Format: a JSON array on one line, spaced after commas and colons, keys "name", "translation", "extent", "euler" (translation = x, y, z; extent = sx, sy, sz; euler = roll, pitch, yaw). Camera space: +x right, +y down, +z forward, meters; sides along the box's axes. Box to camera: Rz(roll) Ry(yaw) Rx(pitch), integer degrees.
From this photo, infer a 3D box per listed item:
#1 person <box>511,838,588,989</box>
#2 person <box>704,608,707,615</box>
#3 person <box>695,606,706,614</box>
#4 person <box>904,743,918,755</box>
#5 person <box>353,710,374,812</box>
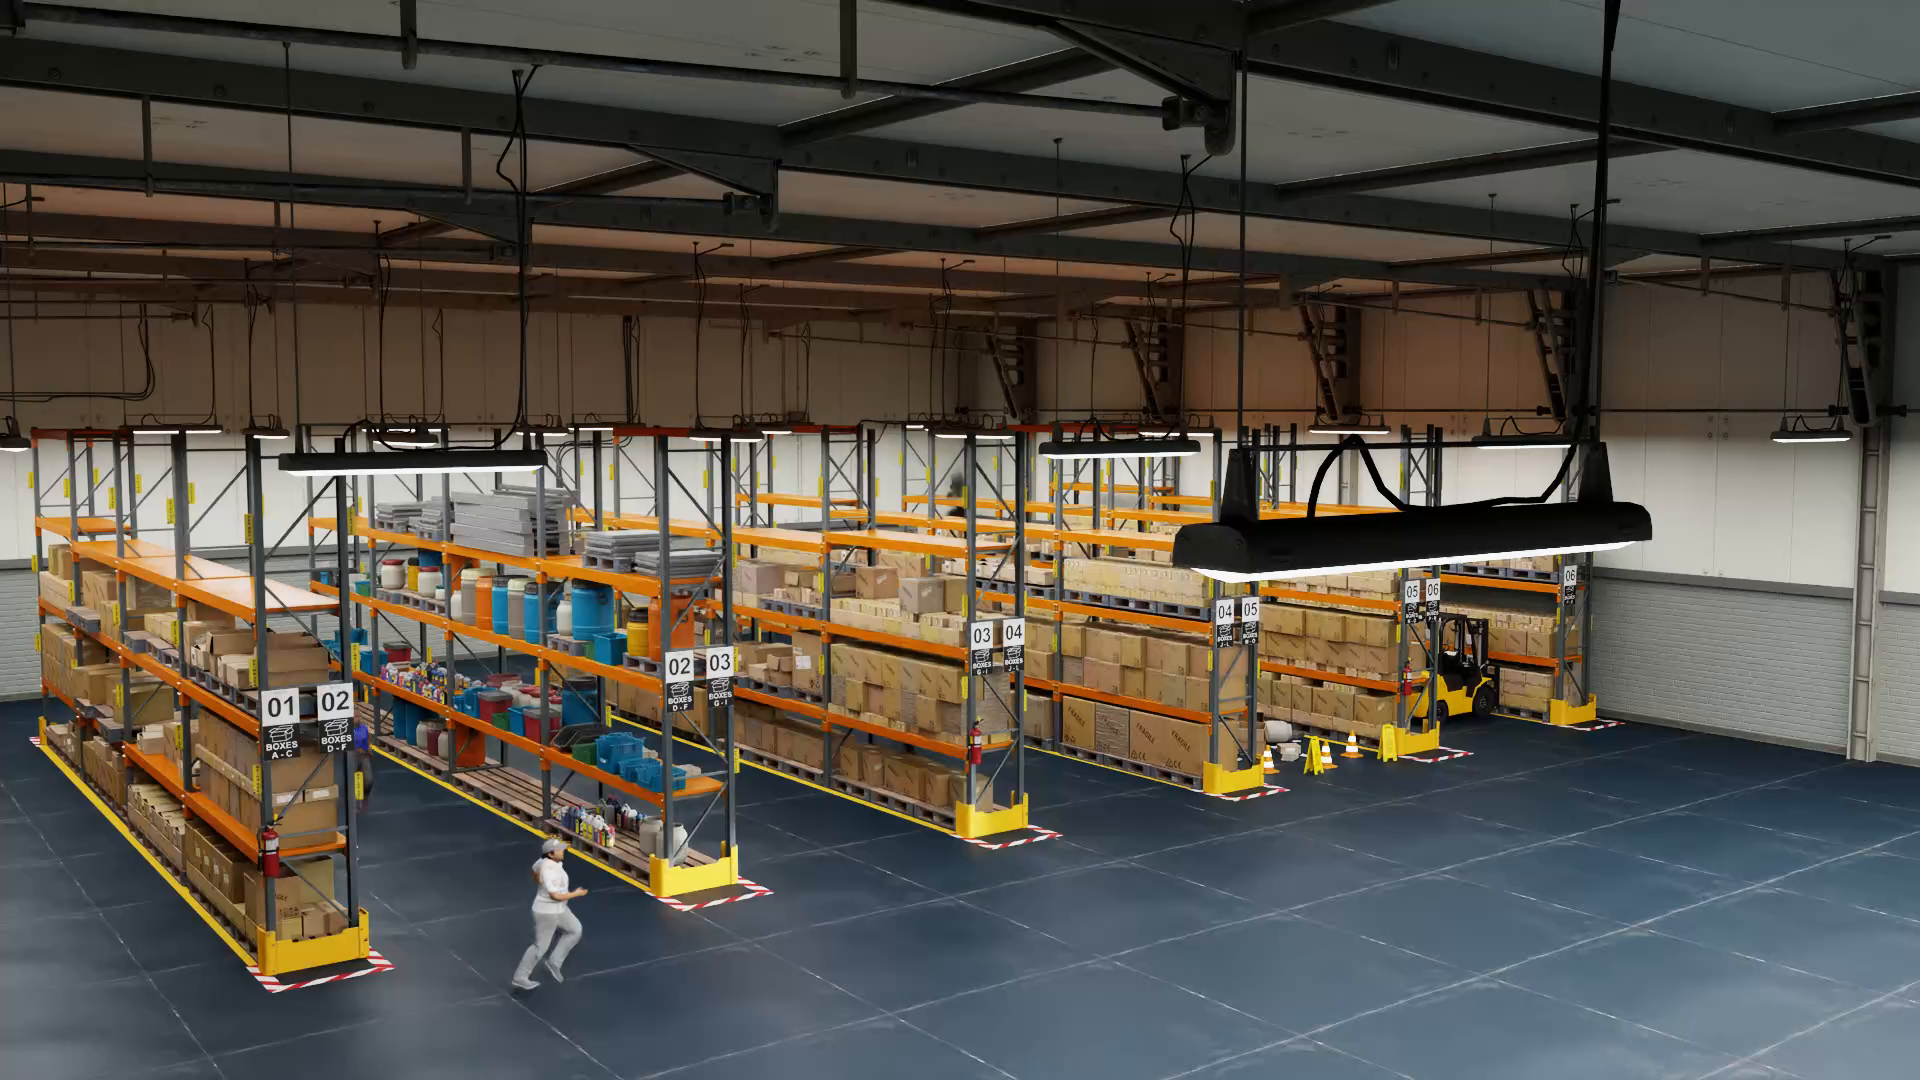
[{"name": "person", "translation": [-4.486, 4.069, 18.213], "extent": [0.827, 1.644, 0.618], "euler": [-1, 5, -7]}, {"name": "person", "translation": [-5.965, 2.416, 38.943], "extent": [0.702, 1.829, 0.817], "euler": [-2, 5, -26]}, {"name": "person", "translation": [-6.386, 2.293, 41.034], "extent": [0.802, 1.772, 0.709], "euler": [3, 5, 35]}, {"name": "person", "translation": [-0.775, 3.144, 30.328], "extent": [0.581, 1.631, 0.631], "euler": [-4, 6, -42]}, {"name": "person", "translation": [-9.396, 3.466, 25.983], "extent": [0.549, 1.628, 0.649], "euler": [-4, 6, -40]}]
